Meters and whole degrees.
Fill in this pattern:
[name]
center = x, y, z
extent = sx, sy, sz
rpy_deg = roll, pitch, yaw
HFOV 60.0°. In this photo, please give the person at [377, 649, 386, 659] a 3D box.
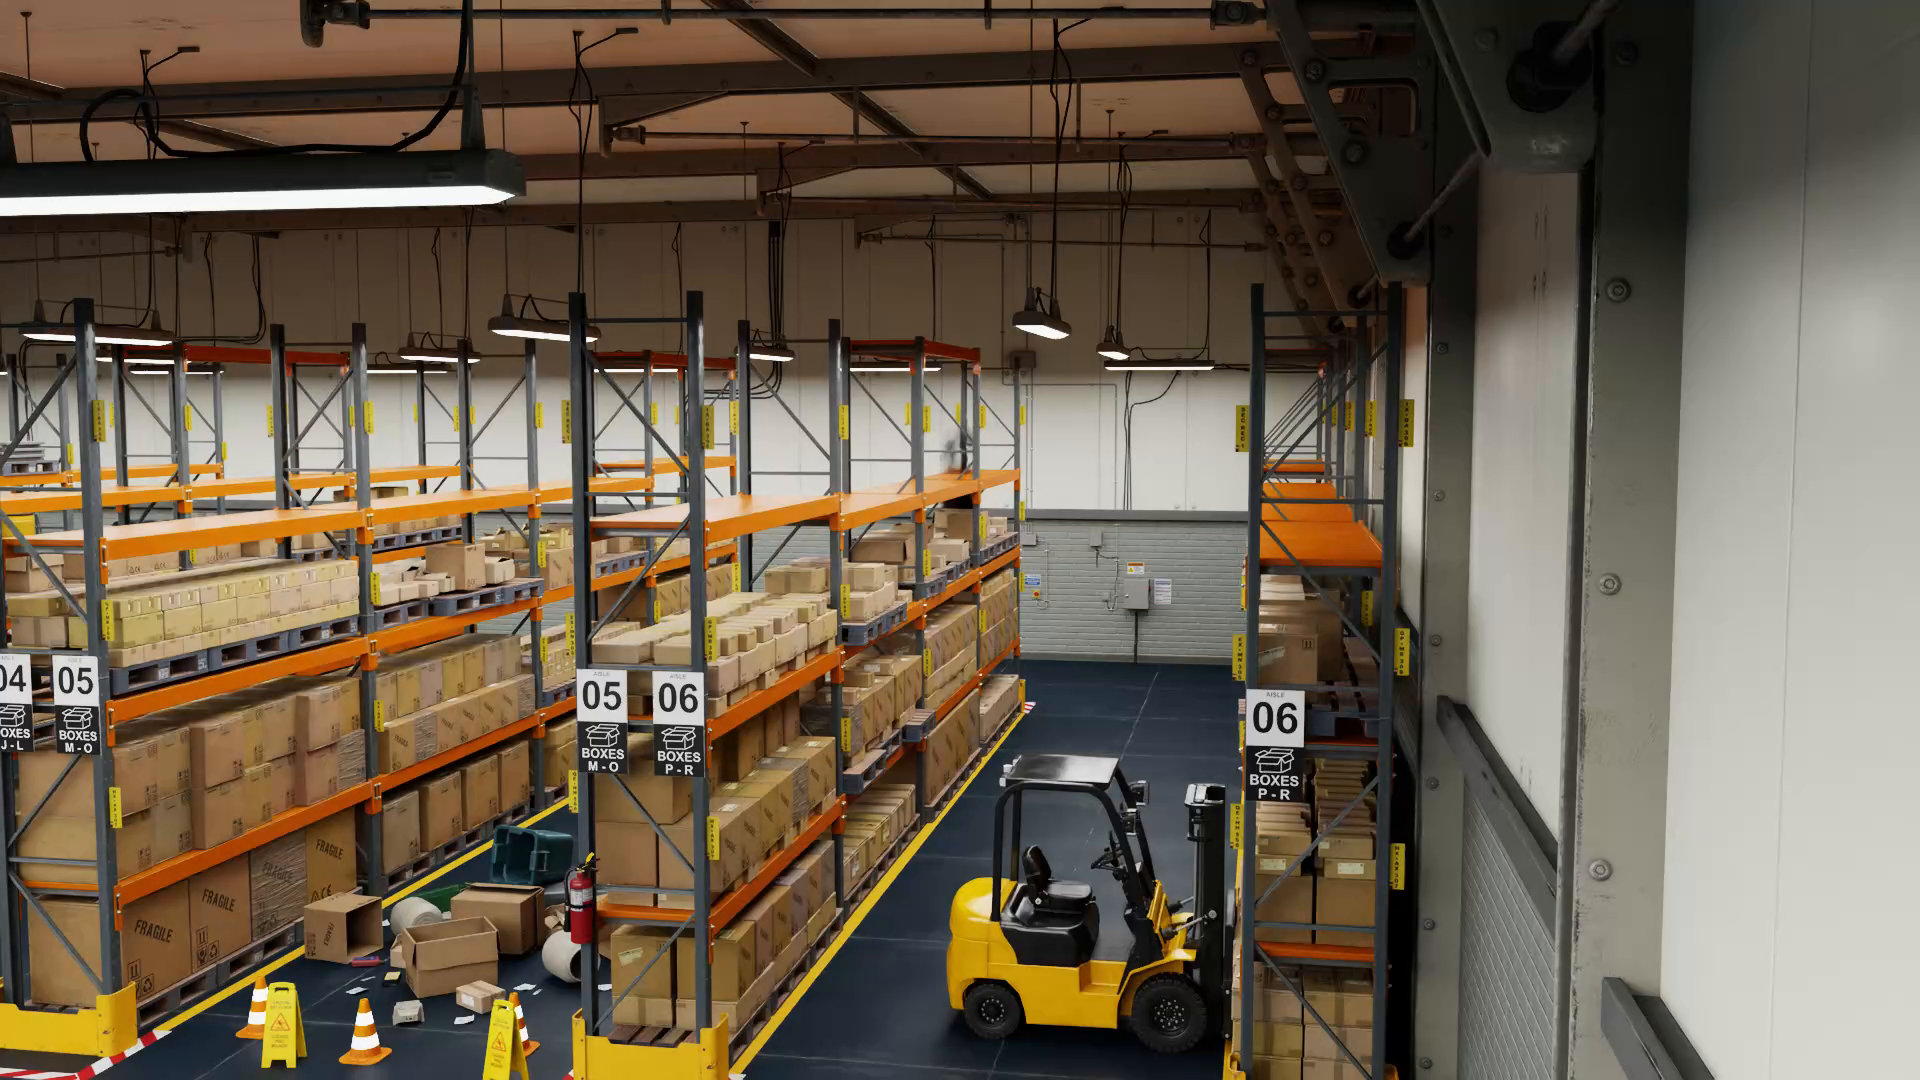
[person]
center = -8.459, 2.403, 24.249
extent = 0.588, 1.622, 0.815
rpy_deg = 1, 5, 7
